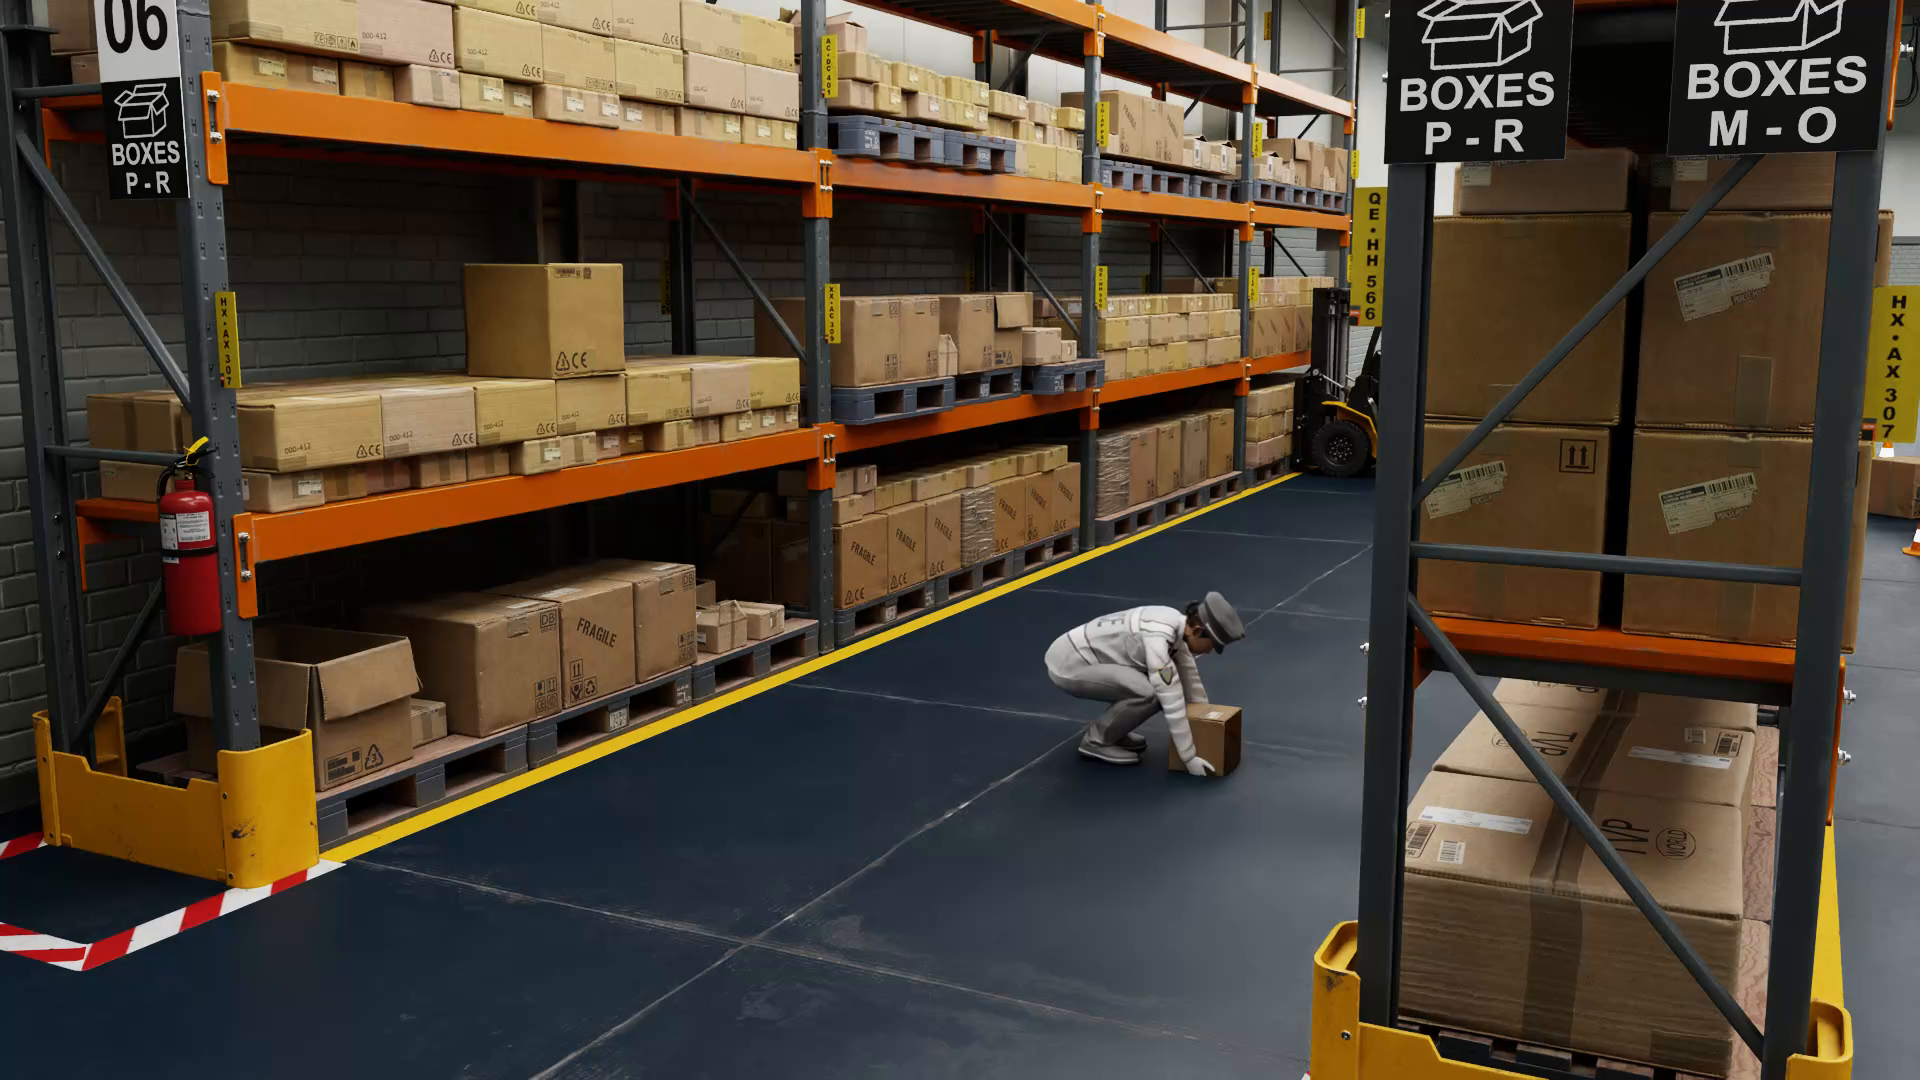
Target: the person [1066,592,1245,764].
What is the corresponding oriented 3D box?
[{"bbox_3d":[0.884,0.604,7.434,0.772,0.784,0.409,4,10,25],"label":"person"}]
